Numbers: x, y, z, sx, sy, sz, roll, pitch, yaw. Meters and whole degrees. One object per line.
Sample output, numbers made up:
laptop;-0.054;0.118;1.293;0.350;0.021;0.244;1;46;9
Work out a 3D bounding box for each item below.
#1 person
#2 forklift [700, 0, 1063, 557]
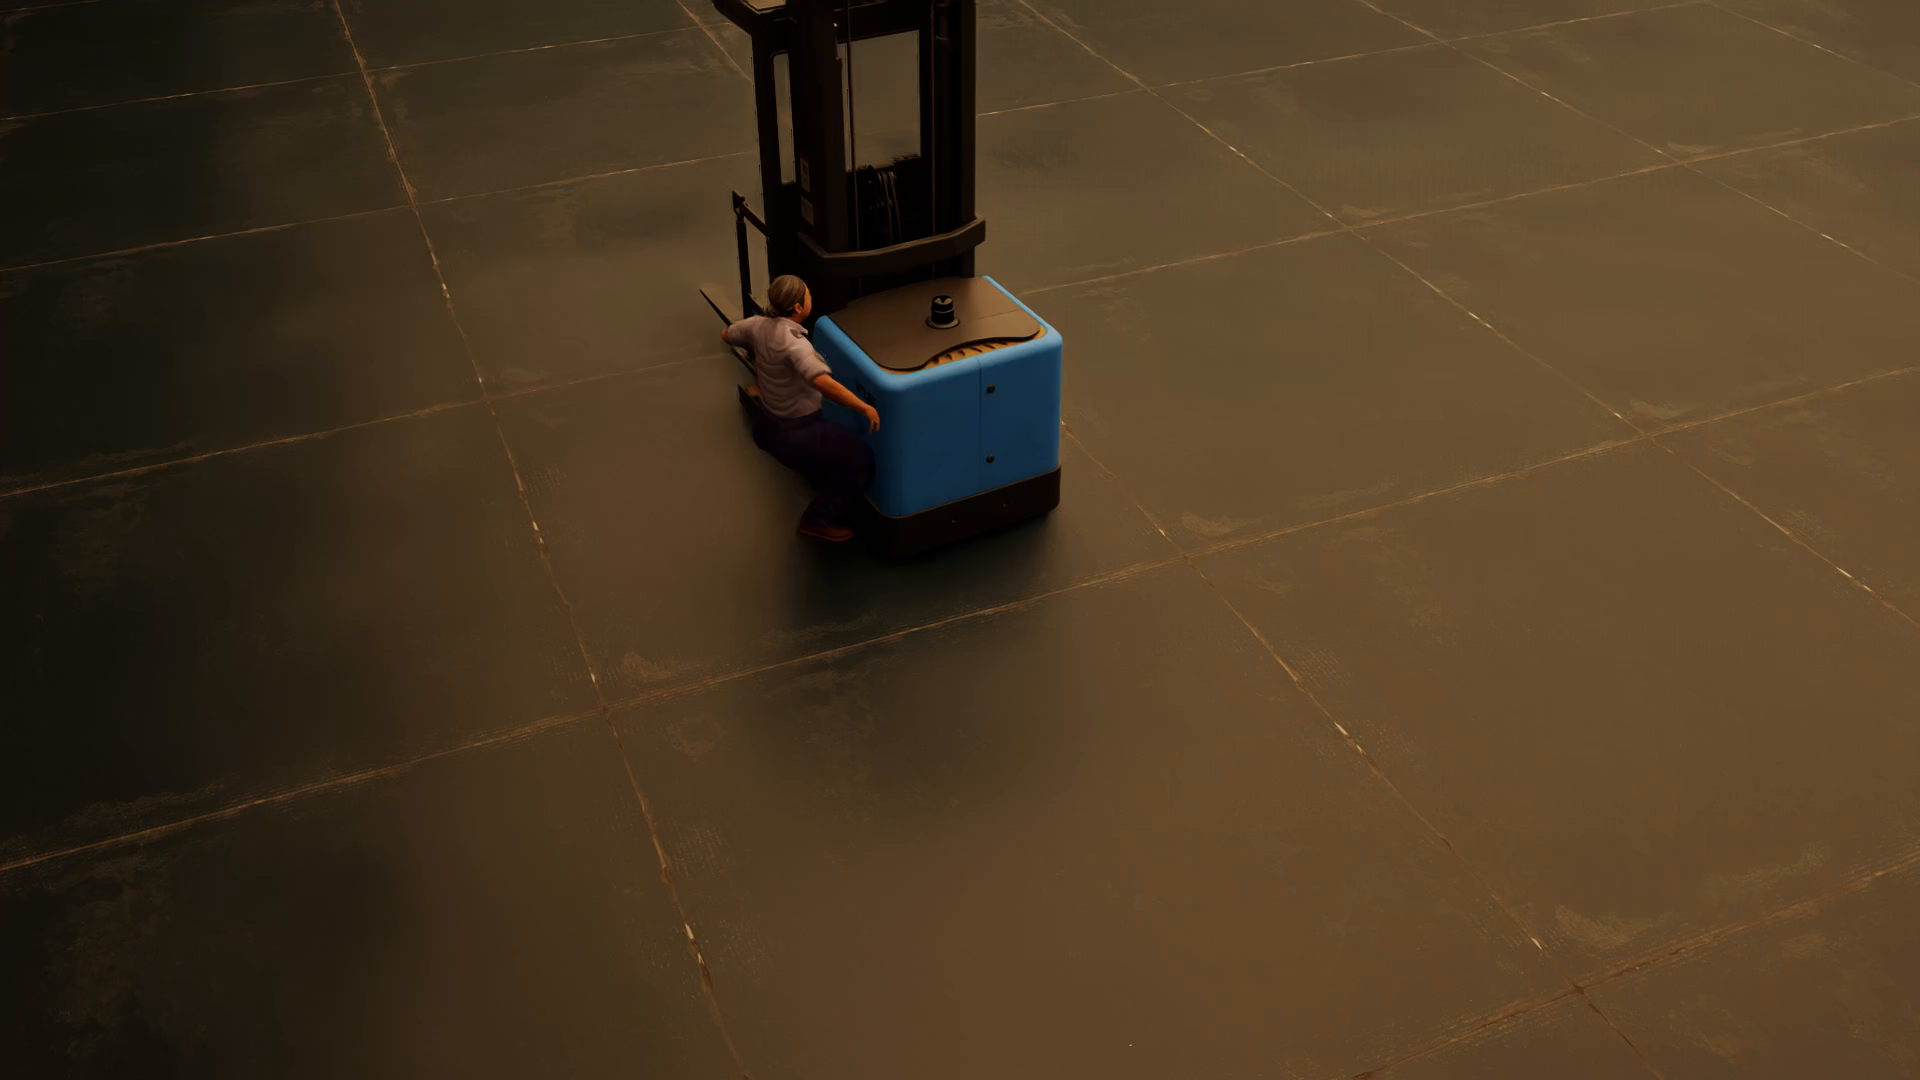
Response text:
person;-0.654;-0.641;8.166;0.763;1.529;0.957;-21;41;-27
forklift;-0.623;-1.942;8.830;1.130;2.935;3.031;-18;39;-23
